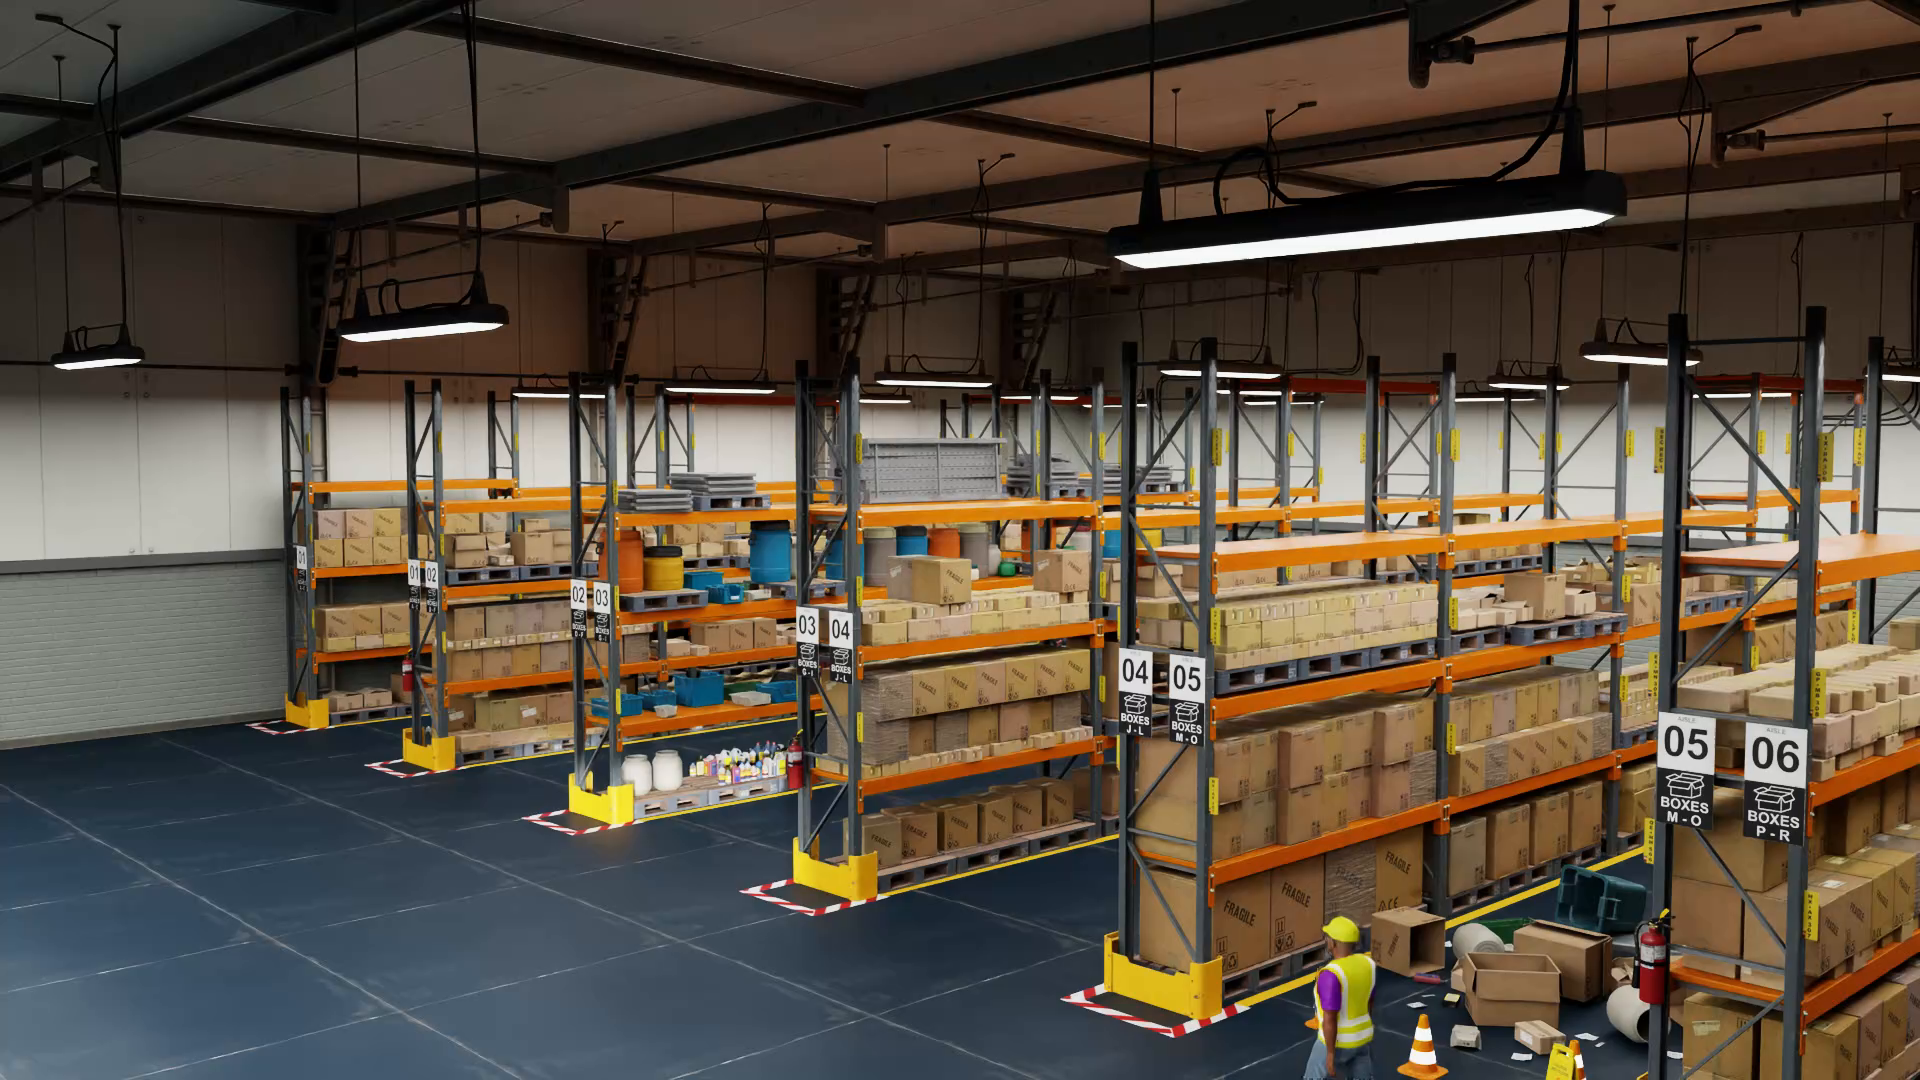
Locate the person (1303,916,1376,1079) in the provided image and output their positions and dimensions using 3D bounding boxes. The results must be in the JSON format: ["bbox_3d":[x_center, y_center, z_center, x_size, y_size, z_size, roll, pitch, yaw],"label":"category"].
[{"bbox_3d":[2.745,3.542,11.795,0.572,1.731,1.019,-3,5,-43],"label":"person"}]

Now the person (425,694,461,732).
[{"bbox_3d":[-8.836,2.542,28.634,0.436,1.536,1.003,1,4,11],"label":"person"}]
